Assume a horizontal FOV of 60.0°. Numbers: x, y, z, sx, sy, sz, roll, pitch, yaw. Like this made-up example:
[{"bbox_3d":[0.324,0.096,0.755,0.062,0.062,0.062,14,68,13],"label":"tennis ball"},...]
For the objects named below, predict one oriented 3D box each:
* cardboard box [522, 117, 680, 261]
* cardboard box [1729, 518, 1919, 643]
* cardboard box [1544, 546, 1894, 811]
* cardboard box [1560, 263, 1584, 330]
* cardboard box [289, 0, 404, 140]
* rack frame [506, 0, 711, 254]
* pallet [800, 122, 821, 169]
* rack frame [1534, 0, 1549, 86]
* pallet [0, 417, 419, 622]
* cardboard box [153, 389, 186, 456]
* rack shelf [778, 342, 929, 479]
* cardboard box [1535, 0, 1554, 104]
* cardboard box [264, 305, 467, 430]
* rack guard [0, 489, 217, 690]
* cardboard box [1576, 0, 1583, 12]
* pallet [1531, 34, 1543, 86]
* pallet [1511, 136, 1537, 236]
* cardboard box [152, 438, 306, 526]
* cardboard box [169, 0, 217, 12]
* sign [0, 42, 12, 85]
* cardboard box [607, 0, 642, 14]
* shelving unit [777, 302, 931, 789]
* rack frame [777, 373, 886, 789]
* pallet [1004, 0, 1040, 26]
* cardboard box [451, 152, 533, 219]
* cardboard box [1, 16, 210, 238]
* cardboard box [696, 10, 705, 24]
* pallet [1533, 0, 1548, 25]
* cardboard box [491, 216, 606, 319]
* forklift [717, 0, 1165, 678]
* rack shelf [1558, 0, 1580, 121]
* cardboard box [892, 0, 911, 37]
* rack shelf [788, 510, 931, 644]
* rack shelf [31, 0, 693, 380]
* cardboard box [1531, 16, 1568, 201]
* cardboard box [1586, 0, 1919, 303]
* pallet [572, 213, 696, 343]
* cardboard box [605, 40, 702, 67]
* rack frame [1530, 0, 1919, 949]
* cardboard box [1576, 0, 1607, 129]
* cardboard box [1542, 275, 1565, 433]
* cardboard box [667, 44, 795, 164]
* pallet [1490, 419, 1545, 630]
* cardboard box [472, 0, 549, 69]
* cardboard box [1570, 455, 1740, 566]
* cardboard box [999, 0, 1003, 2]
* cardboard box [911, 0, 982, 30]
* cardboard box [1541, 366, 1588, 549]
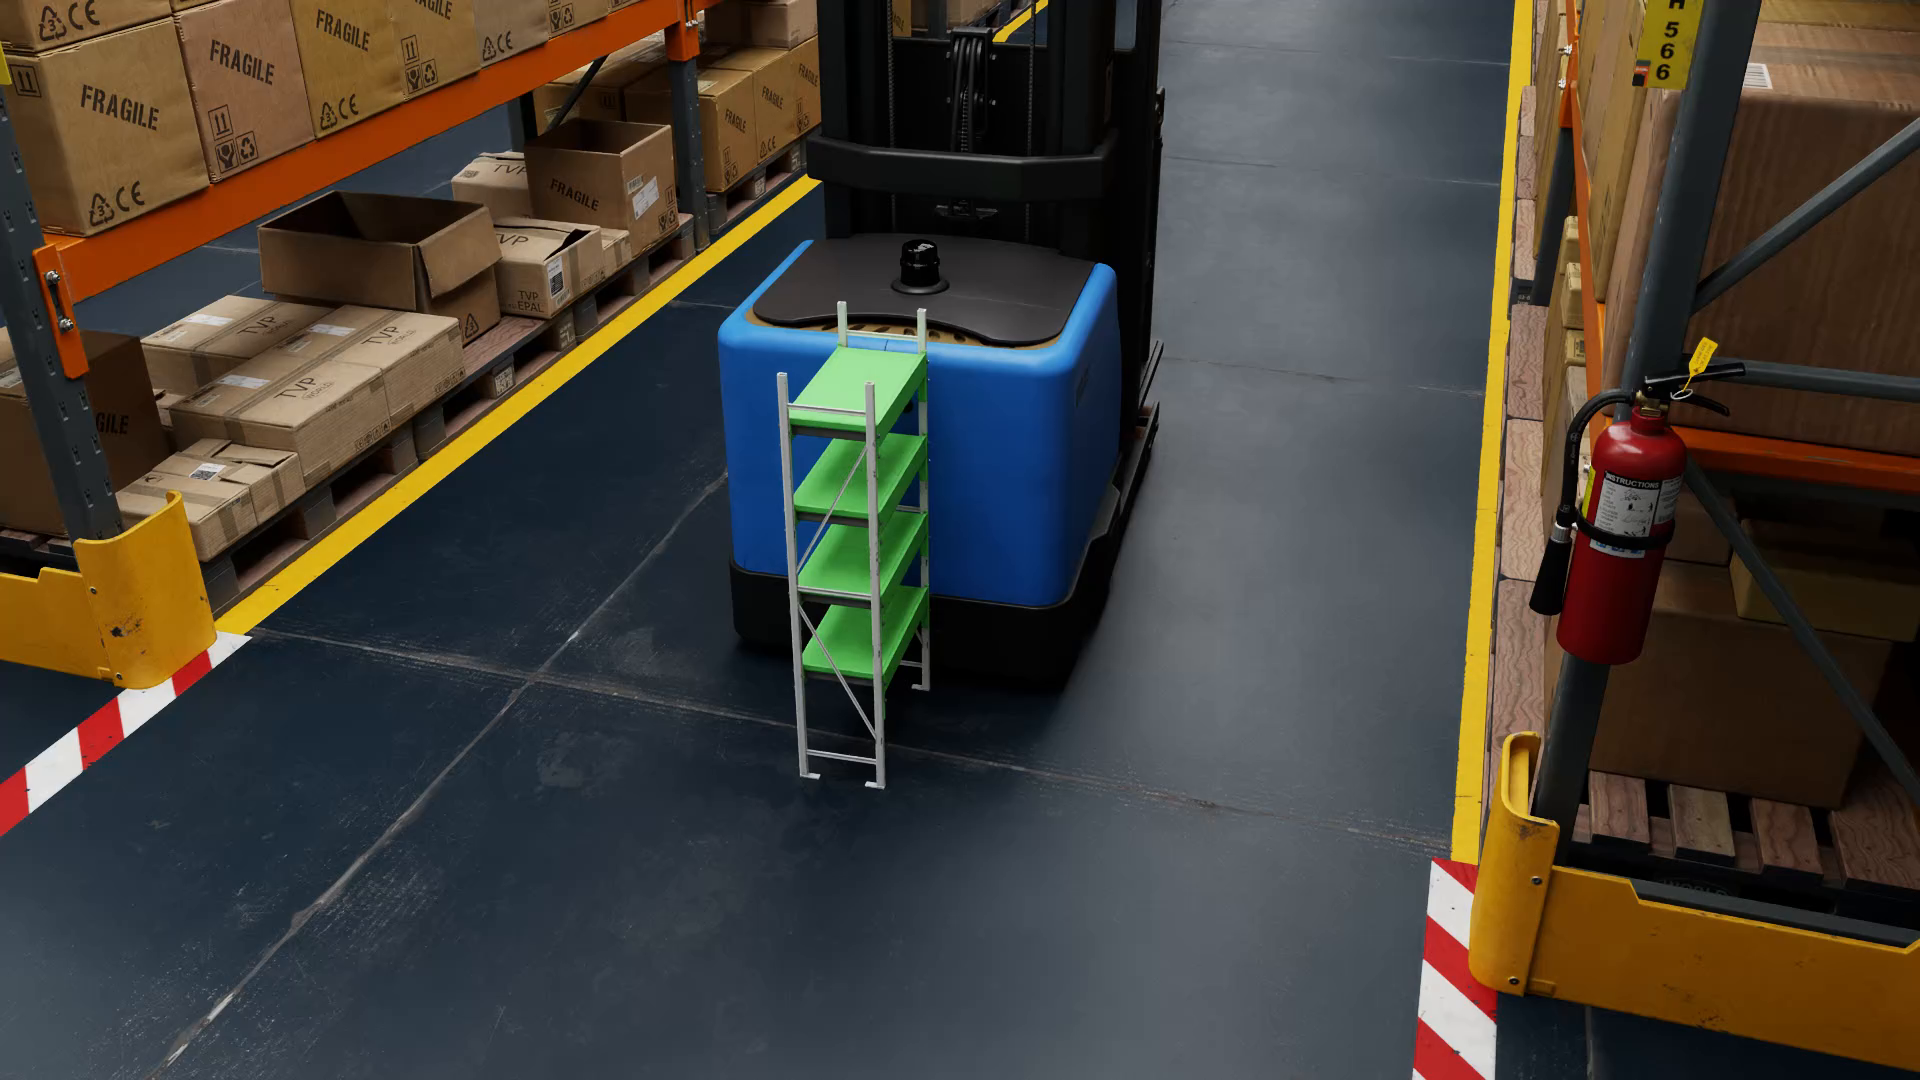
[{"bbox_3d":[-1.656,-1.638,7.728,0.500,0.500,0.500,8,30,15],"label":"cardboard box"},{"bbox_3d":[2.066,0.093,3.970,0.380,0.149,0.250,9,30,15],"label":"cardboard box"},{"bbox_3d":[1.912,0.290,4.283,0.700,0.500,0.500,8,30,15],"label":"cardboard box"},{"bbox_3d":[2.231,-0.805,5.583,0.380,0.149,0.250,8,30,13],"label":"cardboard box"},{"bbox_3d":[-2.256,-1.670,5.564,0.500,0.500,0.500,8,30,15],"label":"cardboard box"},{"bbox_3d":[-1.760,-2.844,7.776,1.000,3.000,0.127,8,30,15],"label":"rack frame"},{"bbox_3d":[-1.202,-2.577,10.166,1.003,0.211,1.213,8,30,15],"label":"pallet"},{"bbox_3d":[4.150,-3.998,9.850,1.000,3.000,0.127,8,30,15],"label":"rack frame"},{"bbox_3d":[-2.679,-0.172,5.842,1.003,0.211,1.213,8,30,15],"label":"pallet"},{"bbox_3d":[-2.805,-0.402,5.849,0.380,0.166,0.250,8,30,15],"label":"cardboard box"},{"bbox_3d":[-0.264,-0.341,4.273,0.258,0.148,0.480,7,30,12],"label":"rack shelf"},{"bbox_3d":[3.809,-2.919,9.690,0.750,0.750,0.750,8,30,14],"label":"cardboard box"},{"bbox_3d":[-2.210,-0.652,6.213,0.500,0.250,0.500,8,30,15],"label":"cardboard box"},{"bbox_3d":[-2.912,0.072,5.106,1.175,0.500,0.348,8,30,15],"label":"rack guard"},{"bbox_3d":[2.856,-2.356,7.137,0.380,0.149,0.250,9,30,16],"label":"cardboard box"},{"bbox_3d":[4.381,-3.142,11.181,1.003,0.211,1.213,8,30,15],"label":"pallet"},{"bbox_3d":[3.487,-1.858,8.873,1.003,0.211,1.213,8,30,15],"label":"pallet"},{"bbox_3d":[-2.410,-0.201,5.487,0.380,0.166,0.250,8,30,15],"label":"cardboard box"},{"bbox_3d":[-2.406,-1.878,4.909,0.500,0.500,0.500,9,30,15],"label":"cardboard box"},{"bbox_3d":[-2.416,-1.286,4.085,0.100,0.325,0.005,8,30,15],"label":"sign"},{"bbox_3d":[-1.662,-2.619,7.269,0.500,0.500,0.500,9,30,16],"label":"cardboard box"},{"bbox_3d":[-0.264,0.023,4.475,0.258,1.200,0.503,7,30,12],"label":"shelving unit"},{"bbox_3d":[-0.321,0.138,4.268,0.240,1.200,0.015,7,30,12],"label":"rack frame"},{"bbox_3d":[0.053,-4.426,13.489,1.003,0.211,1.213,8,30,15],"label":"pallet"},{"bbox_3d":[-2.090,-1.697,8.028,0.500,0.311,0.500,8,30,15],"label":"cardboard box"},{"bbox_3d":[-2.552,-1.197,4.714,0.500,0.500,0.500,9,30,16],"label":"cardboard box"},{"bbox_3d":[-1.442,-2.912,10.018,0.500,0.500,0.500,7,30,13],"label":"cardboard box"},{"bbox_3d":[5.097,-4.276,13.219,1.003,0.211,1.213,8,30,15],"label":"pallet"},{"bbox_3d":[-1.877,-1.207,7.148,0.500,0.311,0.500,8,30,15],"label":"cardboard box"},{"bbox_3d":[0.146,-1.576,5.568,1.130,2.935,3.031,7,30,12],"label":"forklift"},{"bbox_3d":[3.563,-2.754,8.354,1.077,0.370,4.000,8,30,15],"label":"rack shelf"},{"bbox_3d":[-0.636,-3.334,10.777,0.500,0.500,0.500,10,31,17],"label":"cardboard box"},{"bbox_3d":[-0.264,0.079,4.506,0.258,0.148,0.480,7,30,12],"label":"rack shelf"},{"bbox_3d":[-2.347,-1.600,6.280,1.077,0.370,4.000,8,30,15],"label":"rack shelf"},{"bbox_3d":[3.301,-2.117,8.249,0.750,0.750,0.750,9,30,16],"label":"cardboard box"},{"bbox_3d":[2.145,-0.989,4.134,0.980,0.700,0.700,8,30,14],"label":"cardboard box"},{"bbox_3d":[-1.963,-1.306,7.881,1.003,0.211,1.213,8,30,15],"label":"pallet"},{"bbox_3d":[-1.736,-2.442,9.174,0.500,0.500,0.500,9,30,15],"label":"cardboard box"},{"bbox_3d":[1.802,-0.280,3.167,1.000,3.000,0.127,8,30,15],"label":"rack frame"},{"bbox_3d":[2.582,-1.681,5.379,0.980,0.700,0.700,8,30,14],"label":"cardboard box"},{"bbox_3d":[2.508,-0.664,5.997,0.700,0.500,0.500,8,30,14],"label":"cardboard box"},{"bbox_3d":[-1.240,-2.383,9.067,0.500,0.500,0.500,9,30,16],"label":"cardboard box"},{"bbox_3d":[2.322,-0.009,5.549,1.003,0.211,1.213,8,30,15],"label":"pallet"},{"bbox_3d":[-1.960,-2.140,6.408,0.500,0.500,0.500,9,30,16],"label":"cardboard box"},{"bbox_3d":[1.775,-0.080,4.280,0.380,0.149,0.250,8,30,14],"label":"cardboard box"},{"bbox_3d":[0.142,-4.362,12.902,0.500,0.250,0.500,8,30,14],"label":"cardboard box"},{"bbox_3d":[-0.152,-3.886,12.046,0.500,0.250,0.500,8,30,15],"label":"cardboard box"},{"bbox_3d":[2.206,-0.177,5.122,0.700,0.500,0.500,8,30,13],"label":"cardboard box"}]
